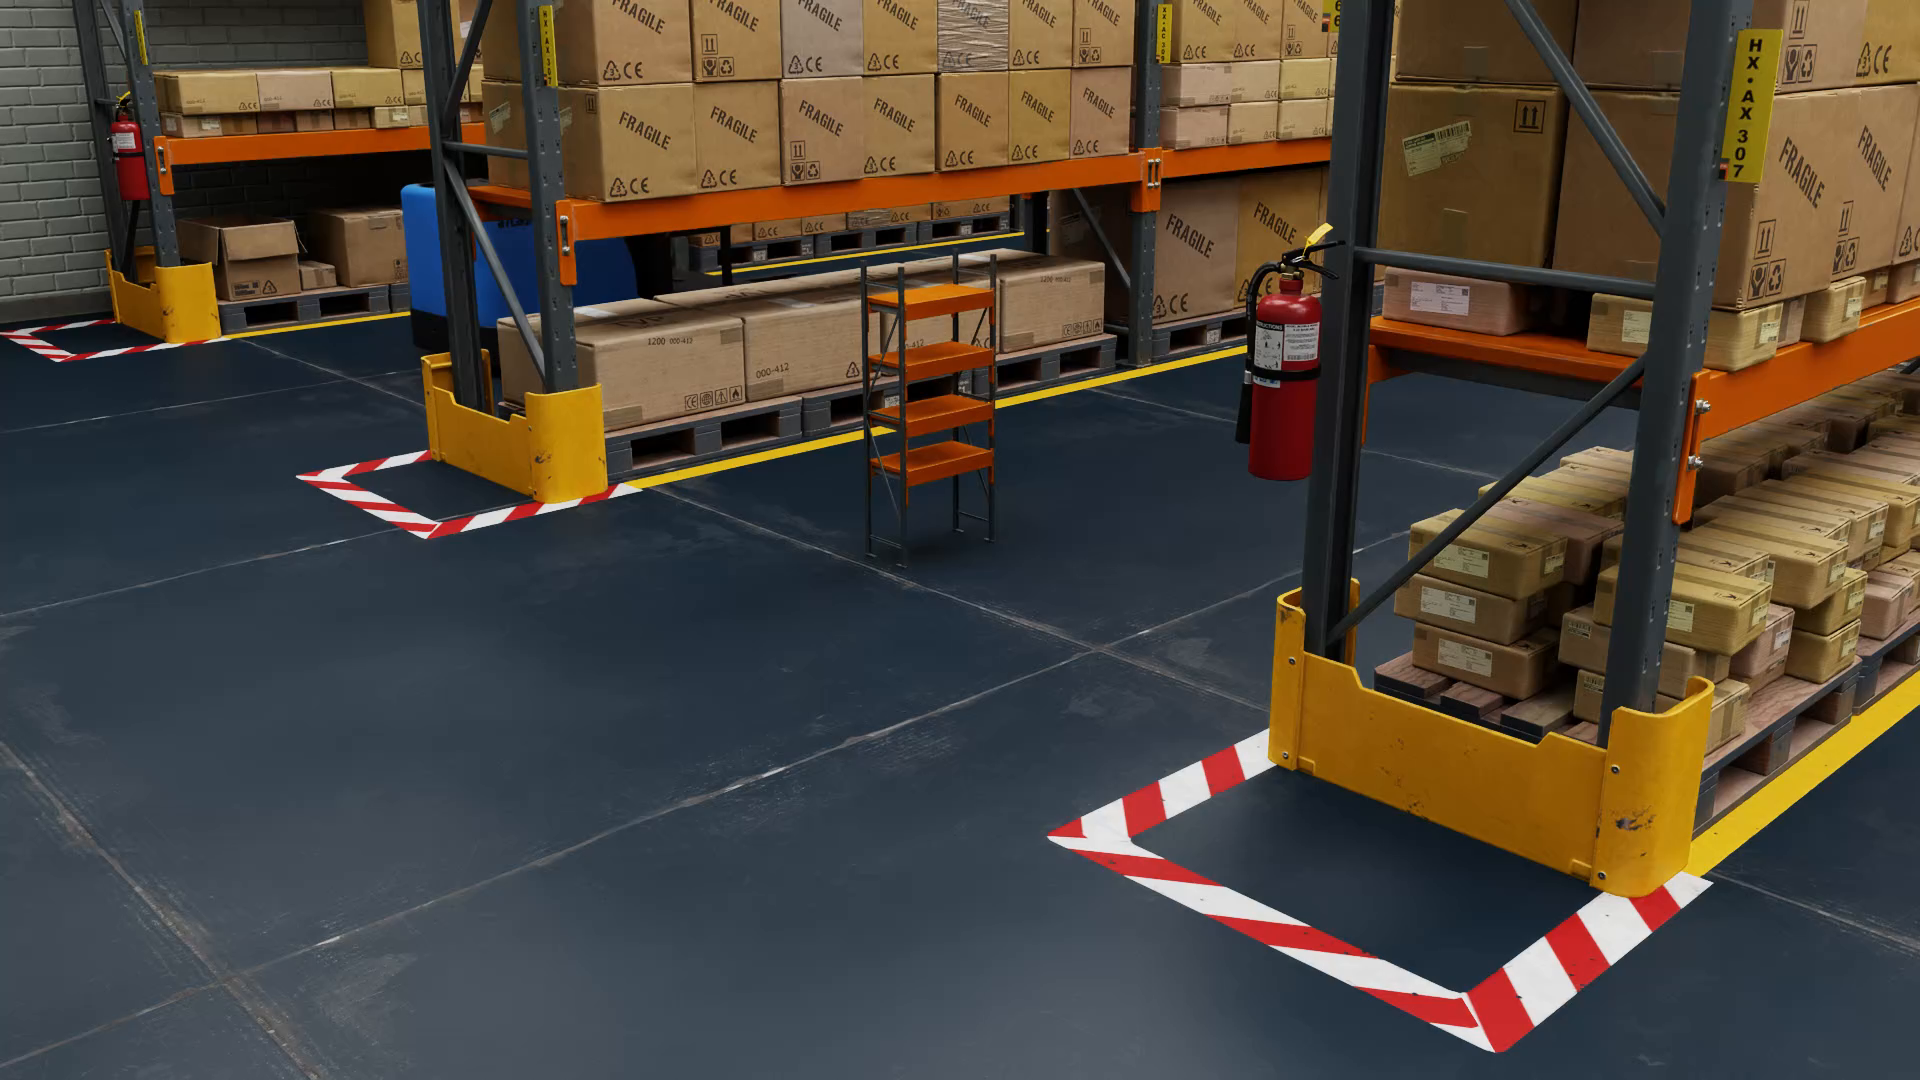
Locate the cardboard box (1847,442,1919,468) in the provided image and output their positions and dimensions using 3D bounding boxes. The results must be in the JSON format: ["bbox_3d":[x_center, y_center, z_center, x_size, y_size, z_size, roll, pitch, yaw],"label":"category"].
[{"bbox_3d":[3.294,-0.213,5.755,0.380,0.149,0.250,17,24,42],"label":"cardboard box"}]

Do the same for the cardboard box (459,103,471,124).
[{"bbox_3d":[-3.808,-3.146,12.231,0.250,0.149,0.380,-16,24,-41],"label":"cardboard box"}]

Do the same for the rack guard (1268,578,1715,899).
[{"bbox_3d":[1.420,0.508,4.608,0.348,0.500,1.175,-16,24,-41],"label":"rack guard"}]

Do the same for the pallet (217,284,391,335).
[{"bbox_3d":[-4.889,-1.723,11.959,1.213,0.211,1.003,-16,24,-41],"label":"pallet"}]

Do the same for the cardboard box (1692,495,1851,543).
[{"bbox_3d":[2.491,-0.008,5.123,0.380,0.149,0.250,16,24,41],"label":"cardboard box"}]

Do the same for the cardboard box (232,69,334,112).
[{"bbox_3d":[-4.642,-3.078,11.374,0.500,0.250,0.500,-16,24,-40],"label":"cardboard box"}]

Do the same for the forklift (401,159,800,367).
[{"bbox_3d":[-2.075,-2.786,10.826,3.031,2.935,1.130,-17,25,-42],"label":"forklift"}]

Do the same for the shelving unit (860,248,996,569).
[{"bbox_3d":[-0.120,-0.536,6.691,0.503,1.200,0.258,-16,24,-41],"label":"shelving unit"}]

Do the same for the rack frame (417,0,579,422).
[{"bbox_3d":[-2.110,-1.753,7.529,0.127,3.000,1.000,-16,24,-41],"label":"rack frame"}]

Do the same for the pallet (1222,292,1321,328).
[{"bbox_3d":[2.193,-1.715,11.931,1.213,0.211,1.003,-16,24,-41],"label":"pallet"}]

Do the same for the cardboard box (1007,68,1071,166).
[{"bbox_3d":[0.265,-2.383,9.308,0.500,0.500,0.500,-17,25,-42],"label":"cardboard box"}]

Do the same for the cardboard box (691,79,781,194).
[{"bbox_3d":[-1.215,-1.952,7.978,0.500,0.500,0.500,-17,24,-42],"label":"cardboard box"}]

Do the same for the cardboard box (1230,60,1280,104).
[{"bbox_3d":[1.670,-2.914,10.542,0.500,0.250,0.500,-16,24,-40],"label":"cardboard box"}]

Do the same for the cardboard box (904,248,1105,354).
[{"bbox_3d":[0.267,-1.473,10.137,0.875,0.438,0.875,-17,24,-42],"label":"cardboard box"}]

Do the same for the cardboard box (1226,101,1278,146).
[{"bbox_3d":[1.673,-2.674,10.610,0.500,0.250,0.500,-17,25,-42],"label":"cardboard box"}]

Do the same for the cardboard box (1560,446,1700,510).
[{"bbox_3d":[2.287,-0.195,5.699,0.250,0.149,0.380,-15,23,-39],"label":"cardboard box"}]

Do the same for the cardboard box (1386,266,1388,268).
[{"bbox_3d":[3.144,-2.510,12.626,0.875,0.875,0.875,-17,24,-41],"label":"cardboard box"}]

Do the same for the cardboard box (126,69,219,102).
[{"bbox_3d":[-5.371,-3.092,11.418,0.500,0.250,0.500,-15,23,-39],"label":"cardboard box"}]

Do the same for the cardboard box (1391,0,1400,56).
[{"bbox_3d":[2.775,-3.589,11.408,0.500,0.500,0.500,-16,24,-41],"label":"cardboard box"}]

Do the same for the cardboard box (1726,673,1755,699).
[{"bbox_3d":[2.099,0.378,4.897,0.250,0.149,0.380,-16,24,-41],"label":"cardboard box"}]

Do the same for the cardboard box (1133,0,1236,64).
[{"bbox_3d":[1.314,-3.153,10.062,0.500,0.500,0.500,-16,24,-40],"label":"cardboard box"}]

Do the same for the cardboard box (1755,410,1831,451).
[{"bbox_3d":[3.073,-0.407,6.354,0.250,0.149,0.380,-16,24,-40],"label":"cardboard box"}]

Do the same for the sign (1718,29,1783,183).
[{"bbox_3d":[1.738,-0.956,3.665,0.005,0.325,0.100,-16,24,-41],"label":"sign"}]

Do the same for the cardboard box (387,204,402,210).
[{"bbox_3d":[-3.912,-2.246,12.420,0.500,0.500,0.500,-16,24,-40],"label":"cardboard box"}]

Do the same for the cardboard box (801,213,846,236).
[{"bbox_3d":[-1.364,-2.995,14.731,0.500,0.500,0.500,17,25,42],"label":"cardboard box"}]

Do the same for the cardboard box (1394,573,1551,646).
[{"bbox_3d":[1.552,0.174,5.044,0.250,0.149,0.380,-17,25,-42],"label":"cardboard box"}]

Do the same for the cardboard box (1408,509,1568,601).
[{"bbox_3d":[1.575,0.039,4.978,0.250,0.149,0.380,-16,24,-40],"label":"cardboard box"}]

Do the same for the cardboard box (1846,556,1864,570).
[{"bbox_3d":[2.665,0.071,5.360,0.380,0.149,0.250,16,24,41],"label":"cardboard box"}]

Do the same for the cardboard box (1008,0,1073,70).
[{"bbox_3d":[0.270,-2.856,9.148,0.500,0.500,0.500,-17,24,-42],"label":"cardboard box"}]

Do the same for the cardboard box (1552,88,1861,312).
[{"bbox_3d":[1.881,-0.888,4.214,0.500,0.500,0.500,-15,23,-38],"label":"cardboard box"}]

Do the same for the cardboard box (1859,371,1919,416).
[{"bbox_3d":[3.879,-0.613,6.989,0.250,0.149,0.380,-15,23,-39],"label":"cardboard box"}]

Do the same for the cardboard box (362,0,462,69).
[{"bbox_3d":[-3.918,-3.645,11.910,0.500,0.500,0.500,-15,24,-39],"label":"cardboard box"}]

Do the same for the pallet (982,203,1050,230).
[{"bbox_3d":[0.915,-3.399,17.127,1.213,0.211,1.003,-16,24,-41],"label":"pallet"}]

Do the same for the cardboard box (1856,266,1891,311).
[{"bbox_3d":[2.522,-0.787,4.955,0.250,0.149,0.380,-17,24,-41],"label":"cardboard box"}]

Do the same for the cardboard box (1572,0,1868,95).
[{"bbox_3d":[1.873,-1.366,4.068,0.500,0.500,0.500,-16,24,-41],"label":"cardboard box"}]

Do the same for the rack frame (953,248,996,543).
[{"bbox_3d":[0.057,-0.587,6.851,0.015,1.200,0.240,-16,24,-41],"label":"rack frame"}]

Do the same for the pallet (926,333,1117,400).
[{"bbox_3d":[0.191,-1.131,10.130,1.213,0.211,1.003,-16,24,-41],"label":"pallet"}]

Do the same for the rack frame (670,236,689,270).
[{"bbox_3d":[-2.616,-3.712,13.571,0.127,3.000,1.000,-16,24,-41],"label":"rack frame"}]

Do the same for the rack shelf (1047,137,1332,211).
[{"bbox_3d":[2.250,-2.682,11.561,4.000,0.370,1.077,-16,24,-41],"label":"rack shelf"}]

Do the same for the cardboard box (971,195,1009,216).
[{"bbox_3d":[0.131,-3.433,16.081,0.500,0.500,0.500,-15,23,-39],"label":"cardboard box"}]

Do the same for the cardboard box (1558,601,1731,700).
[{"bbox_3d":[1.922,0.296,4.667,0.250,0.149,0.380,-15,23,-39],"label":"cardboard box"}]

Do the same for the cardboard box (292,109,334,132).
[{"bbox_3d":[-4.549,-2.921,11.538,0.250,0.149,0.380,-15,23,-39],"label":"cardboard box"}]

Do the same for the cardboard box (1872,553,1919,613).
[{"bbox_3d":[3.080,0.121,5.690,0.250,0.149,0.380,-16,24,-41],"label":"cardboard box"}]

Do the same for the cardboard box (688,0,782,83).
[{"bbox_3d":[-1.194,-2.425,7.818,0.500,0.500,0.500,-17,25,-42],"label":"cardboard box"}]

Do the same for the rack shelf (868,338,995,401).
[{"bbox_3d":[-0.120,-0.684,6.643,0.480,0.148,0.258,-16,24,-41],"label":"rack shelf"}]

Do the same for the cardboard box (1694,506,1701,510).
[{"bbox_3d":[2.495,-0.100,5.887,0.250,0.149,0.380,-15,23,-38],"label":"cardboard box"}]
